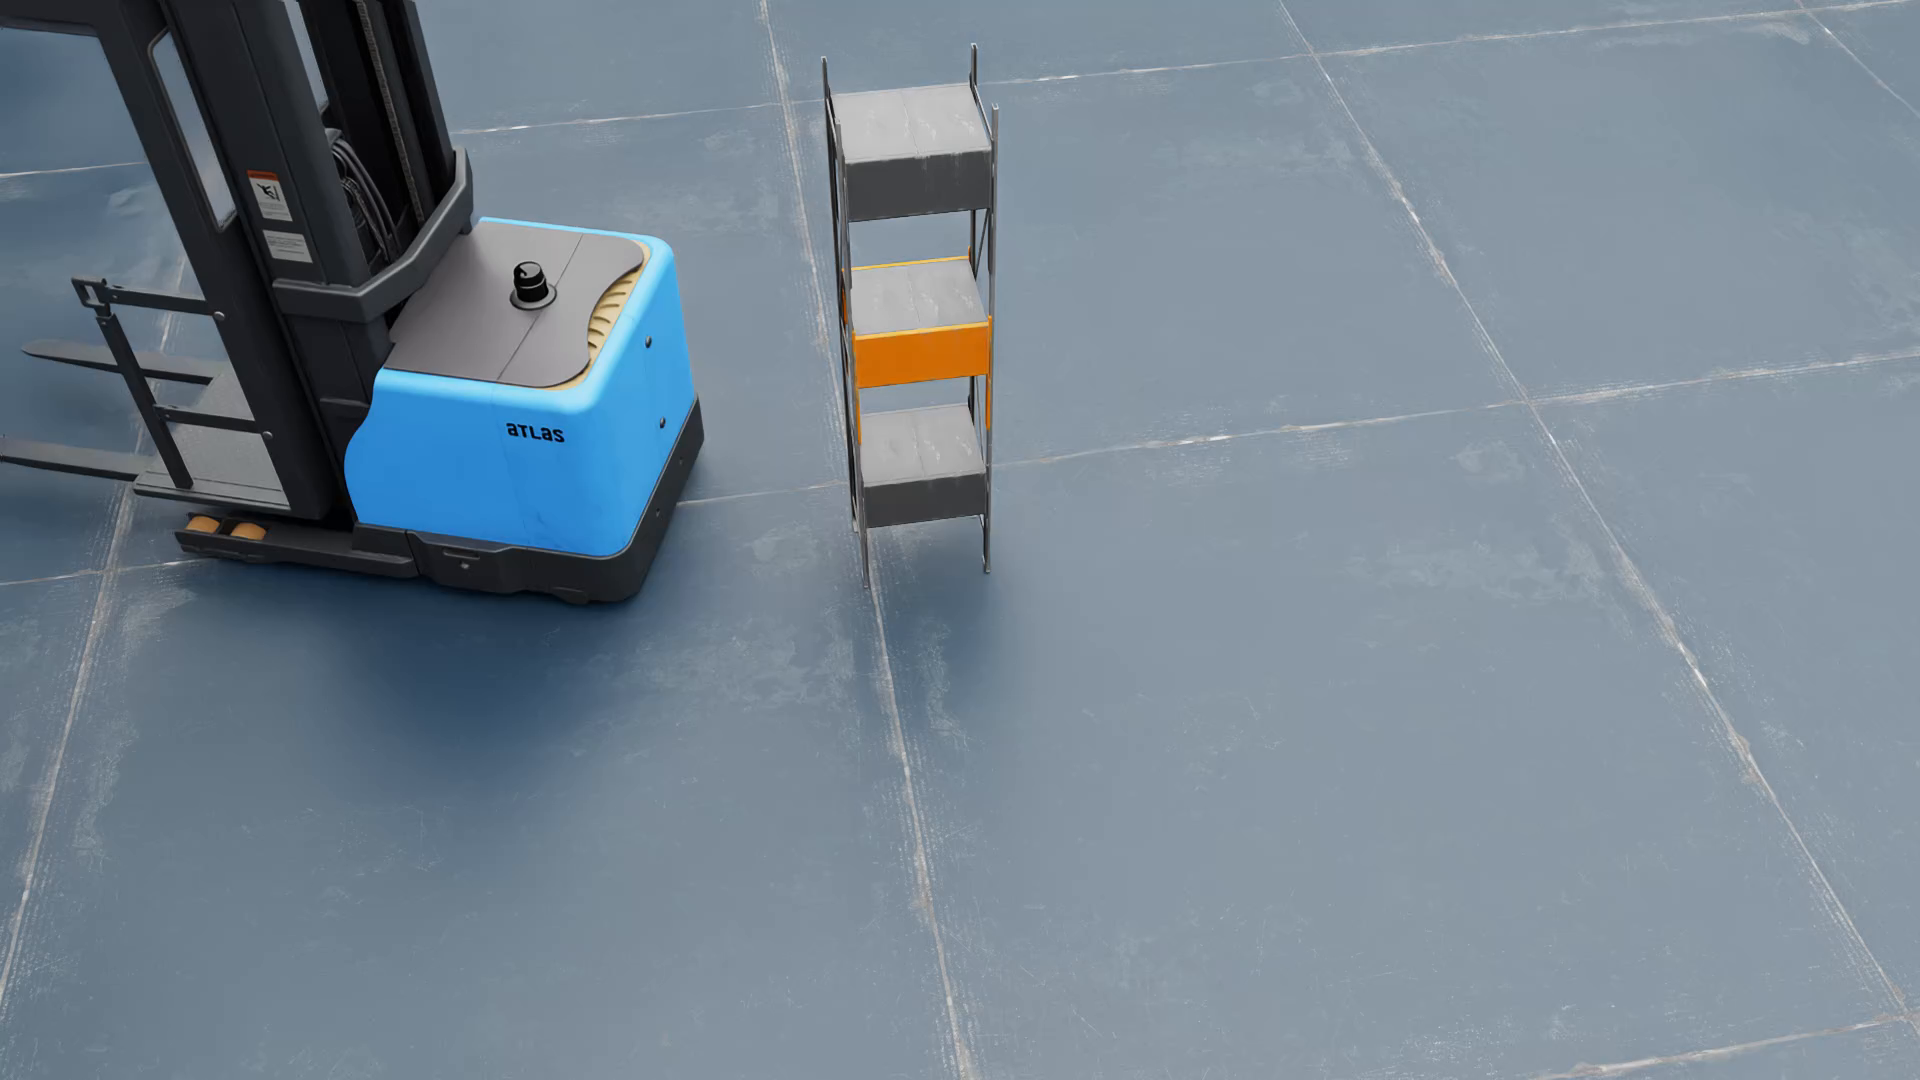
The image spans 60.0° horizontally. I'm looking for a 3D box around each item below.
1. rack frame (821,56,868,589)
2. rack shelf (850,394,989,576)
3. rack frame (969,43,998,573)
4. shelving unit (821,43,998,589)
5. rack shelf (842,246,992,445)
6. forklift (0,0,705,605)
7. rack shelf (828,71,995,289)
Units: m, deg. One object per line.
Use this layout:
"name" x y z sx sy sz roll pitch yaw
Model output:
"rack frame" -0.404 -0.678 5.945 0.015 2.100 0.400 -7 46 -7
"rack shelf" -0.163 -0.213 6.488 0.480 0.518 0.431 -7 46 -7
"rack frame" 0.077 -0.738 6.003 0.015 2.100 0.400 -7 46 -7
"shelving unit" -0.163 -0.708 5.974 0.503 2.100 0.431 -7 46 -7
"rack shelf" -0.163 -0.699 5.984 0.480 0.518 0.431 -7 46 -7
"forklift" -2.654 -1.291 5.958 3.031 2.935 1.130 8 47 7
"rack shelf" -0.163 -1.184 5.480 0.480 0.518 0.431 -7 46 -7
